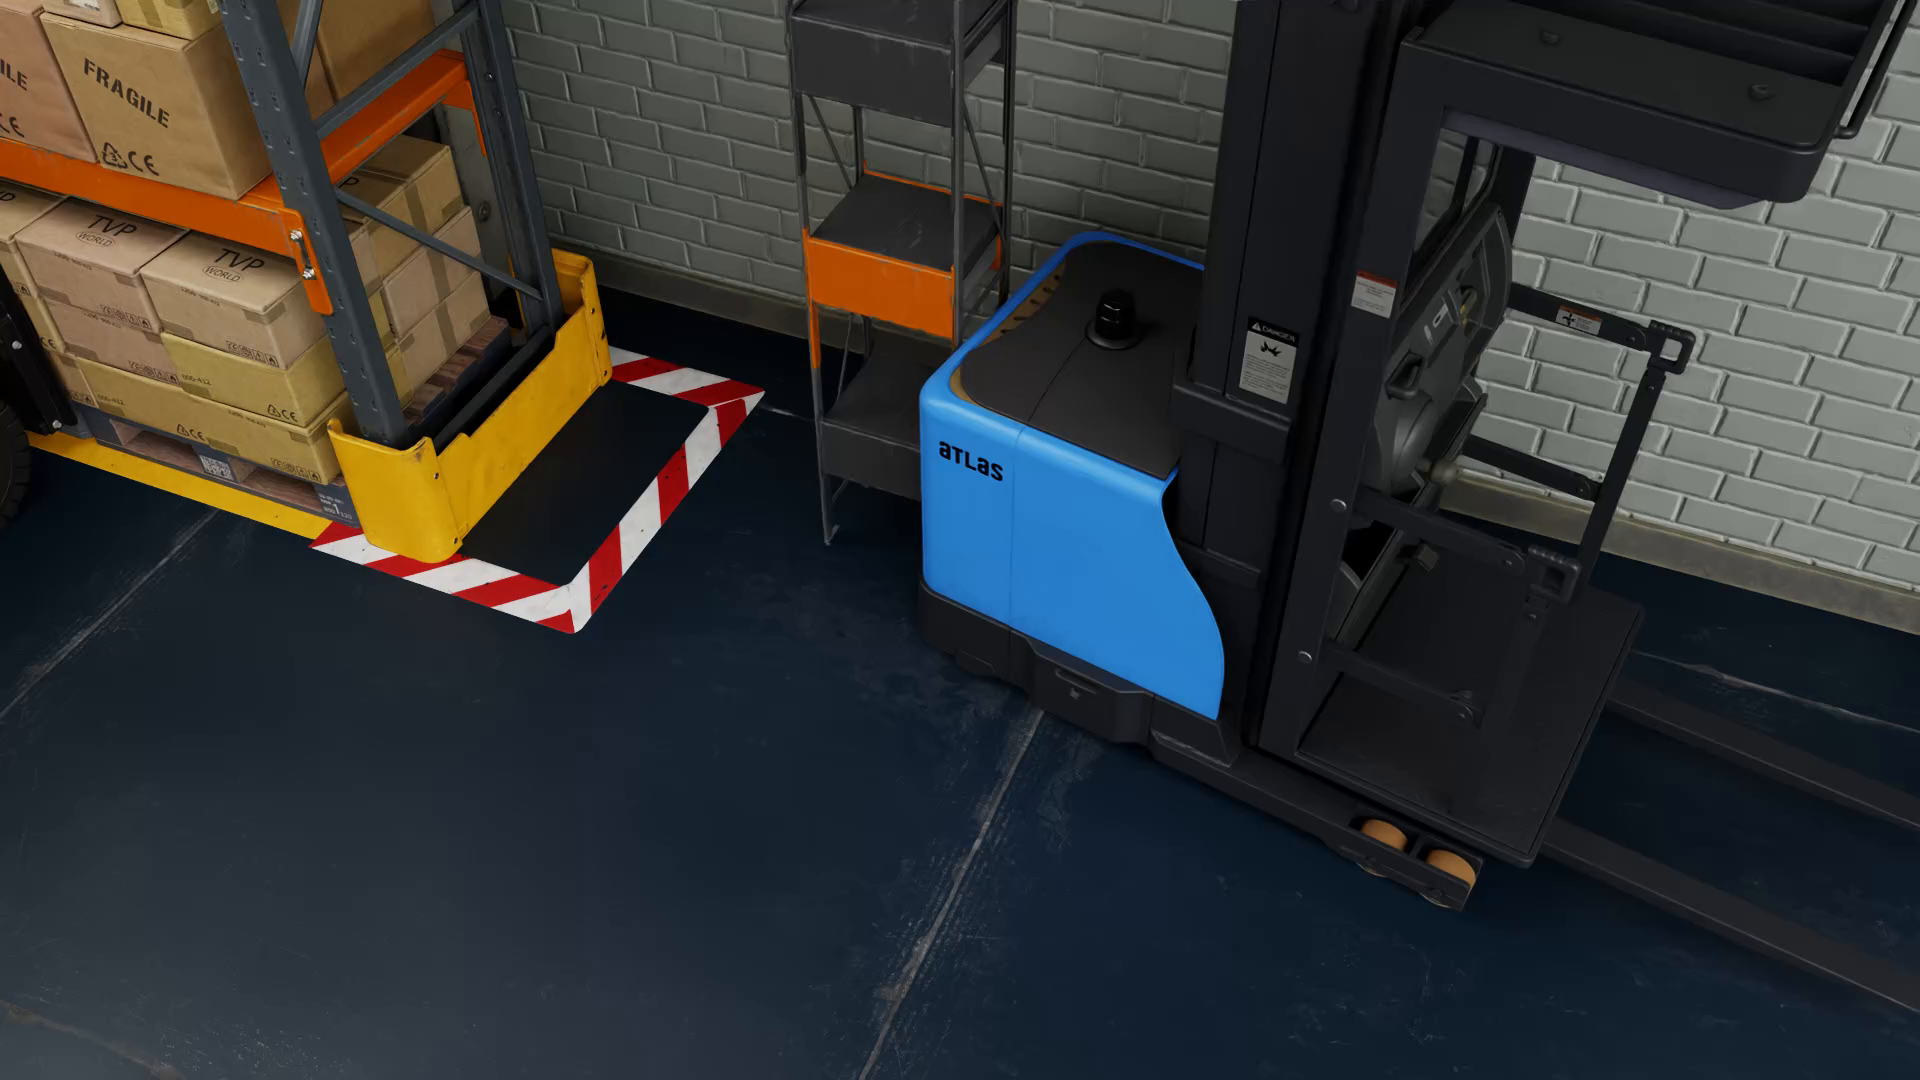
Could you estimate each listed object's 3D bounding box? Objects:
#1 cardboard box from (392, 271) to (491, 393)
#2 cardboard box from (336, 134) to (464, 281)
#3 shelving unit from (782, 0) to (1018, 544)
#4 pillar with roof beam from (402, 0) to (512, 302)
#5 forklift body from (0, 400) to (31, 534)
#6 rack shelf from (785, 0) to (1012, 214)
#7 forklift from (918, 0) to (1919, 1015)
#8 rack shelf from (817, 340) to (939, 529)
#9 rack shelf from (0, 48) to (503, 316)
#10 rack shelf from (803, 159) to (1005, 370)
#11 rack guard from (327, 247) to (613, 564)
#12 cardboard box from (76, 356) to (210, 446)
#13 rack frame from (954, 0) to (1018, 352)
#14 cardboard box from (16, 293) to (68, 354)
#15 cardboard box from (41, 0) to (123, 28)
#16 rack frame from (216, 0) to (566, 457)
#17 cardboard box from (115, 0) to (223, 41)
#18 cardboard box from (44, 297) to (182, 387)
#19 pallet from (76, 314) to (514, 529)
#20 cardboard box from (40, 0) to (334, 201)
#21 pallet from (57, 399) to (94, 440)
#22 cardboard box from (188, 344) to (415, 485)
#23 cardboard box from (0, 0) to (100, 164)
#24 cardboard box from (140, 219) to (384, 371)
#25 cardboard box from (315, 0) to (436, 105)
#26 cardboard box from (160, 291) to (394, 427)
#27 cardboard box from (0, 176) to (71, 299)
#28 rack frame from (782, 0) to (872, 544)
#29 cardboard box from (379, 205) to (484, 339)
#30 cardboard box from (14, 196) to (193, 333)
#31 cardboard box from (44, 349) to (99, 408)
[{"bbox_3d":[-2.099,-0.837,6.116,0.500,0.250,0.500,17,47,16],"label":"cardboard box"},{"bbox_3d":[-2.091,-1.185,5.757,0.500,0.250,0.500,16,47,15],"label":"cardboard box"},{"bbox_3d":[-0.156,-0.791,5.056,0.503,2.100,0.431,17,47,16],"label":"shelving unit"},{"bbox_3d":[-3.674,-1.502,0.880,0.400,9.000,9.100,16,47,16],"label":"pillar with roof beam"},{"bbox_3d":[-4.173,-0.429,4.656,1.214,2.155,2.313,16,47,16],"label":"forklift body"},{"bbox_3d":[-0.154,-1.277,4.571,0.480,0.518,0.431,17,47,16],"label":"rack shelf"},{"bbox_3d":[1.391,-0.434,4.108,3.031,2.935,1.130,24,50,22],"label":"forklift"},{"bbox_3d":[-0.157,-0.286,5.560,0.480,0.518,0.431,17,47,16],"label":"rack shelf"},{"bbox_3d":[-3.566,-1.690,5.832,4.000,0.370,1.077,16,47,16],"label":"rack shelf"},{"bbox_3d":[-0.156,-0.782,5.065,0.480,0.518,0.431,17,47,16],"label":"rack shelf"},{"bbox_3d":[-1.698,-0.510,5.908,0.348,0.500,1.175,16,47,16],"label":"rack guard"},{"bbox_3d":[-2.731,-0.640,5.918,0.500,0.250,0.500,16,47,16],"label":"cardboard box"},{"bbox_3d":[0.068,-0.722,4.987,0.015,2.100,0.400,17,47,16],"label":"rack frame"},{"bbox_3d":[-3.233,-0.952,5.877,0.500,0.250,0.500,15,47,15],"label":"cardboard box"},{"bbox_3d":[-2.396,-1.629,4.730,0.250,0.149,0.380,17,47,16],"label":"cardboard box"},{"bbox_3d":[-1.720,-1.402,5.033,0.127,3.000,1.000,16,47,16],"label":"rack frame"},{"bbox_3d":[-2.148,-1.579,4.680,0.250,0.149,0.380,17,47,16],"label":"cardboard box"},{"bbox_3d":[-2.749,-0.826,5.750,0.500,0.250,0.500,16,47,15],"label":"cardboard box"},{"bbox_3d":[-2.442,-0.594,6.197,1.213,0.211,1.003,16,47,16],"label":"pallet"},{"bbox_3d":[-2.276,-1.400,4.960,0.500,0.500,0.500,15,47,15],"label":"cardboard box"},{"bbox_3d":[-3.564,-0.927,6.531,1.213,0.211,1.003,16,47,16],"label":"pallet"},{"bbox_3d":[-2.276,-0.498,5.776,0.500,0.250,0.500,17,47,16],"label":"cardboard box"},{"bbox_3d":[-2.751,-1.547,5.108,0.500,0.500,0.500,18,48,17],"label":"cardboard box"},{"bbox_3d":[-2.266,-0.853,5.423,0.500,0.250,0.500,18,48,17],"label":"cardboard box"},{"bbox_3d":[-2.071,-1.753,5.314,0.500,0.500,0.500,18,48,17],"label":"cardboard box"},{"bbox_3d":[-2.290,-0.682,5.606,0.500,0.250,0.500,16,47,15],"label":"cardboard box"},{"bbox_3d":[-3.209,-1.118,5.690,0.500,0.250,0.500,17,47,16],"label":"cardboard box"},{"bbox_3d":[-0.379,-0.860,5.124,0.015,2.100,0.400,17,47,16],"label":"rack frame"},{"bbox_3d":[-2.074,-1.017,5.942,0.500,0.250,0.500,17,47,17],"label":"cardboard box"},{"bbox_3d":[-2.739,-0.988,5.559,0.500,0.250,0.500,17,47,17],"label":"cardboard box"},{"bbox_3d":[-3.189,-0.781,6.060,0.500,0.250,0.500,17,47,16],"label":"cardboard box"}]
